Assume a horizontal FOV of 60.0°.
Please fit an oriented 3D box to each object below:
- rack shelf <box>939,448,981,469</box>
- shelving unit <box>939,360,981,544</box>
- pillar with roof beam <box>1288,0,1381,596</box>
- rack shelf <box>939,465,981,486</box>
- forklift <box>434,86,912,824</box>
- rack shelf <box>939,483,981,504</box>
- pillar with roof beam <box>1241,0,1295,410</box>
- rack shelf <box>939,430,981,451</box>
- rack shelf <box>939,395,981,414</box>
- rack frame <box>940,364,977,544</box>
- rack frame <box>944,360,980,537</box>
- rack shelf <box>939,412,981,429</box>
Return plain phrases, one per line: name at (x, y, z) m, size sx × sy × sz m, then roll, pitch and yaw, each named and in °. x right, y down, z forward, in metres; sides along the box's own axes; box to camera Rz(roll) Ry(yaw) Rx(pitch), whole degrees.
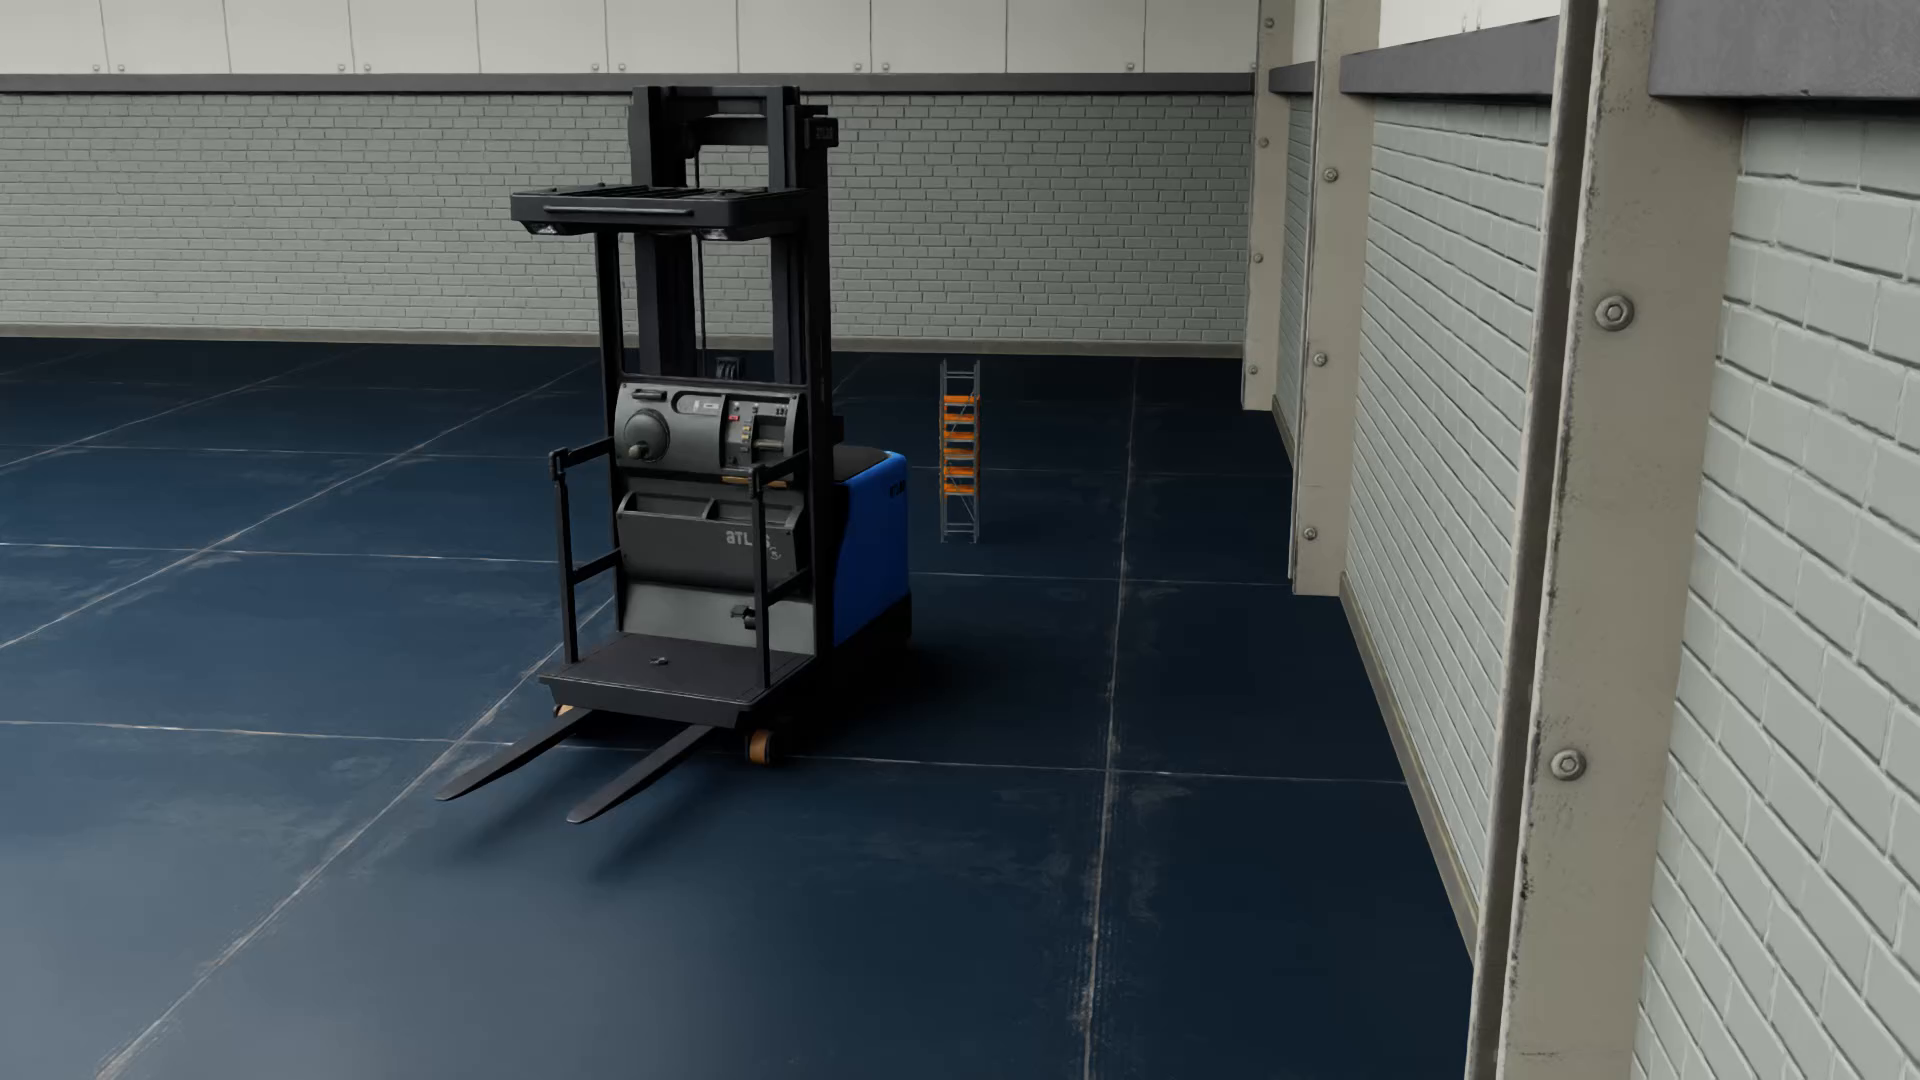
rack shelf at (0.002, -0.540, 11.031) m, size 0.258 × 0.103 × 0.180 m, roll 2°, pitch 15°, yaw 6°
shelving unit at (0.002, -0.583, 11.019) m, size 0.258 × 1.200 × 0.189 m, roll 2°, pitch 15°, yaw 6°
pillar with roof beam at (-2.108, -4.192, 9.424) m, size 9.100 × 9.000 × 0.400 m, roll 2°, pitch 15°, yaw 6°
rack shelf at (0.002, -0.424, 11.062) m, size 0.258 × 0.103 × 0.180 m, roll 2°, pitch 15°, yaw 6°
forklift at (-1.243, -0.524, 7.487) m, size 1.130 × 2.935 × 3.031 m, roll 5°, pitch 16°, yaw 19°
rack shelf at (0.002, -0.308, 11.094) m, size 0.258 × 0.103 × 0.180 m, roll 2°, pitch 15°, yaw 6°
pillar with roof beam at (-1.431, -5.748, 15.179) m, size 9.100 × 9.000 × 0.400 m, roll 2°, pitch 15°, yaw 6°
rack shelf at (0.002, -0.656, 11.000) m, size 0.258 × 0.103 × 0.180 m, roll 2°, pitch 15°, yaw 6°
rack shelf at (0.002, -0.888, 10.937) m, size 0.258 × 0.103 × 0.180 m, roll 2°, pitch 15°, yaw 6°
rack frame at (-0.009, -0.559, 10.932) m, size 0.240 × 1.200 × 0.006 m, roll 2°, pitch 15°, yaw 6°
rack frame at (0.012, -0.607, 11.107) m, size 0.240 × 1.200 × 0.006 m, roll 2°, pitch 15°, yaw 6°
rack shelf at (0.002, -0.772, 10.968) m, size 0.258 × 0.103 × 0.180 m, roll 2°, pitch 15°, yaw 6°
